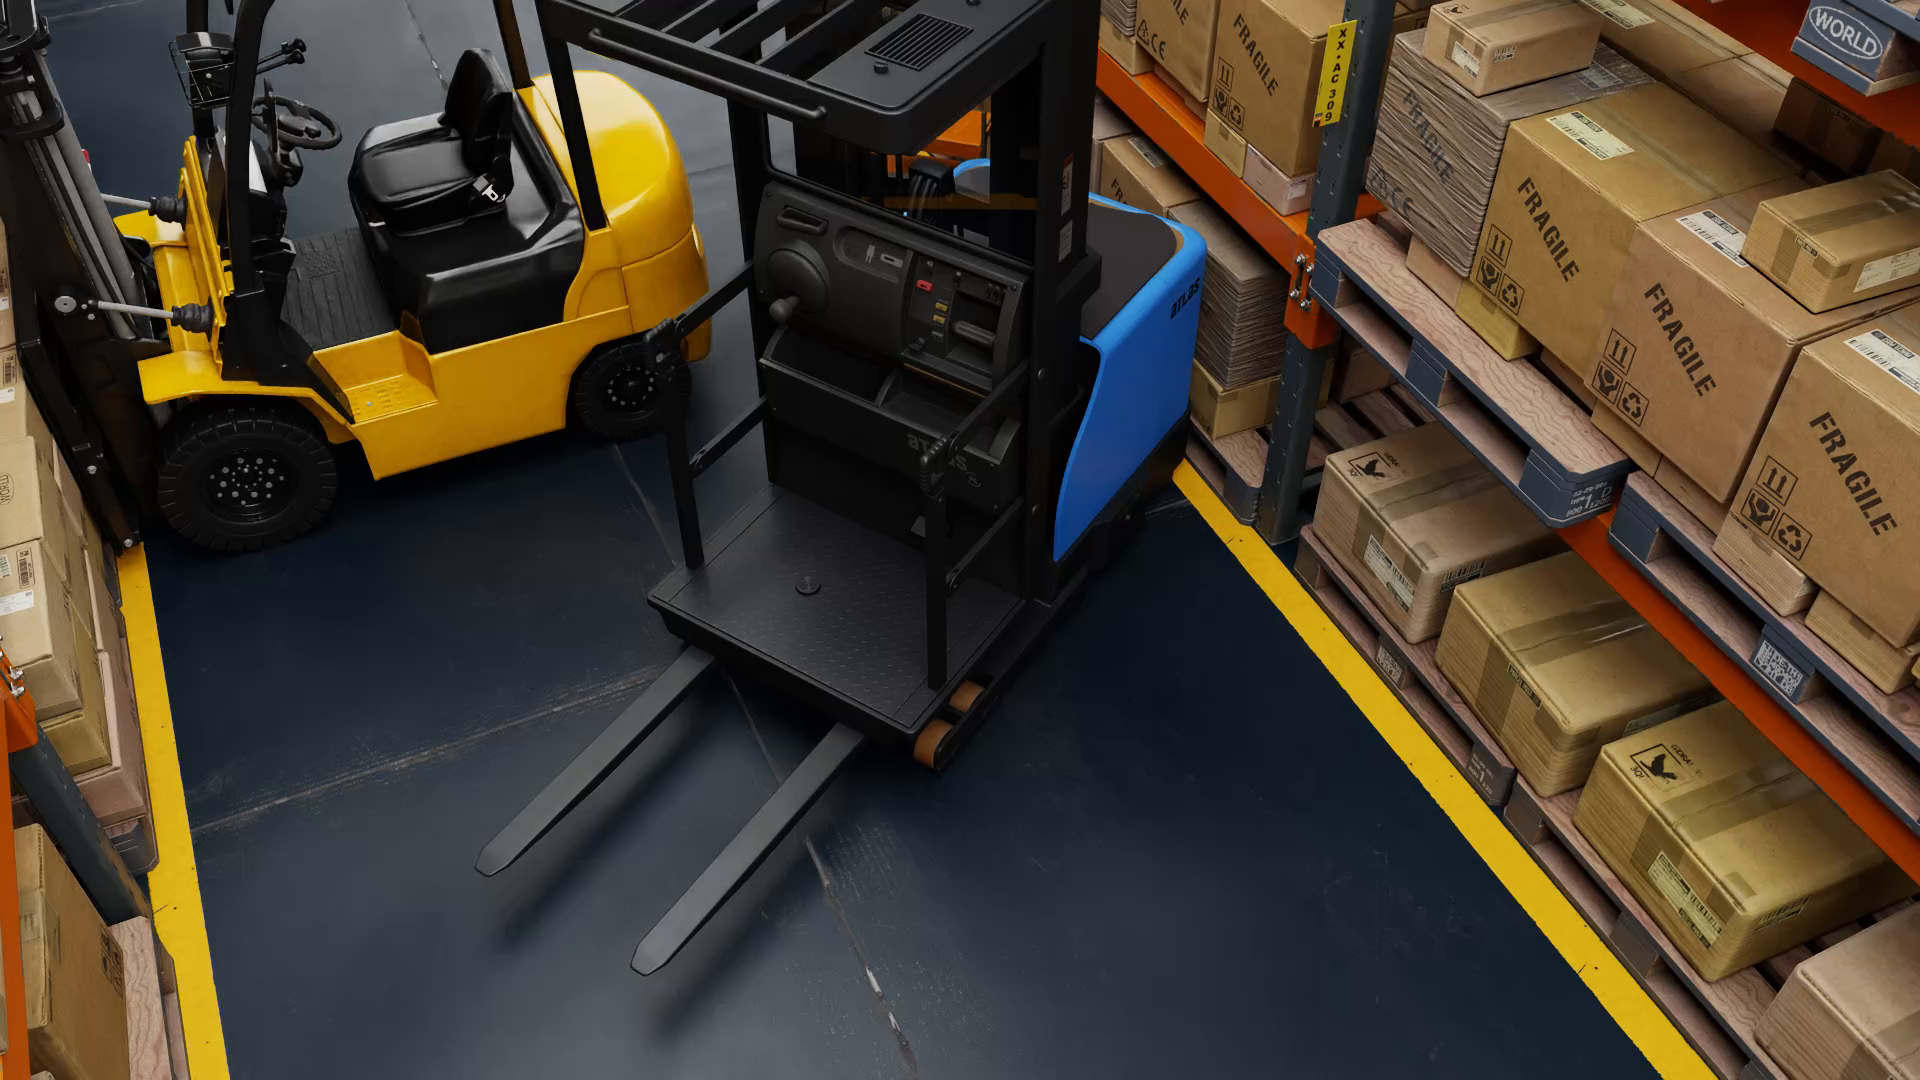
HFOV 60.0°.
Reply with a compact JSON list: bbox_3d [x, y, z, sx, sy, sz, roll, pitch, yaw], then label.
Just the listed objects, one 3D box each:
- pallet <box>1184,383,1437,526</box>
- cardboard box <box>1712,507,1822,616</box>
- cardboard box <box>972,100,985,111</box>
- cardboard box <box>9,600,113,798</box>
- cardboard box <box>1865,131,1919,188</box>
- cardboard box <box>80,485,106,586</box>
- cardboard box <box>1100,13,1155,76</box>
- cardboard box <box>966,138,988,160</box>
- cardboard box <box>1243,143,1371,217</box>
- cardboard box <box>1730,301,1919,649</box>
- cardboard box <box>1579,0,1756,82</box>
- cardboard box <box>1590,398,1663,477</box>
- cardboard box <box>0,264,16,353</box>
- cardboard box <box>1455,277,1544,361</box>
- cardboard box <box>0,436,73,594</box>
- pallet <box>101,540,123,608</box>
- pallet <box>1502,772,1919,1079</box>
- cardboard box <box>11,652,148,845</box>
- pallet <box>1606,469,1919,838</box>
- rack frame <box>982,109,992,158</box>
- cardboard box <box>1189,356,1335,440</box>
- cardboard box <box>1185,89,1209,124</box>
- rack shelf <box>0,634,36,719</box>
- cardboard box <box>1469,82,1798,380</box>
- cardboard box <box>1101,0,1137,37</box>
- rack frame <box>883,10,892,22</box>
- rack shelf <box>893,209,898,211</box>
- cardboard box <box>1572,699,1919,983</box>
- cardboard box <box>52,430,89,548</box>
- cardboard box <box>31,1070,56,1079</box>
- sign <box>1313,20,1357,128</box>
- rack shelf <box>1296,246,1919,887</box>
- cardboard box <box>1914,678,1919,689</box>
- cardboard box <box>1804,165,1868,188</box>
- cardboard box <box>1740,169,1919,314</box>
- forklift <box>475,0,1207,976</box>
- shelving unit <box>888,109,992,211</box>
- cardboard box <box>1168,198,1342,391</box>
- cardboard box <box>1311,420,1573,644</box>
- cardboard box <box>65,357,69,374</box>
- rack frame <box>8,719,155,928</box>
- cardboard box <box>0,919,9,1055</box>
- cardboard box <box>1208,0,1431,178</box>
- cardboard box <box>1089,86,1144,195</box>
[{"bbox_3d":[1.277,-0.648,6.757,1.003,0.211,1.213,-18,47,-17],"label":"pallet"},{"bbox_3d":[2.060,0.001,3.993,0.380,0.149,0.250,-16,47,-16],"label":"cardboard box"},{"bbox_3d":[0.232,-2.267,7.537,0.500,0.500,0.500,-20,48,-19],"label":"cardboard box"},{"bbox_3d":[-2.834,0.497,4.913,0.500,0.250,0.500,-18,47,-18],"label":"cardboard box"},{"bbox_3d":[2.428,-0.914,3.997,0.380,0.149,0.250,-20,48,-19],"label":"cardboard box"},{"bbox_3d":[-3.271,0.026,5.746,0.500,0.250,0.500,-17,47,-17],"label":"cardboard box"},{"bbox_3d":[0.749,-1.895,6.214,0.380,0.149,0.250,-19,48,-18],"label":"cardboard box"},{"bbox_3d":[0.205,-2.020,7.820,0.500,0.250,0.500,-16,47,-16],"label":"cardboard box"},{"bbox_3d":[1.180,-1.249,5.559,0.380,0.149,0.250,-18,48,-18],"label":"cardboard box"},{"bbox_3d":[2.161,-0.168,3.703,0.500,0.500,0.500,-20,48,-19],"label":"cardboard box"},{"bbox_3d":[1.994,-1.287,4.837,0.500,0.500,0.500,-19,48,-18],"label":"cardboard box"},{"bbox_3d":[1.893,-0.342,4.340,0.380,0.149,0.250,-17,47,-17],"label":"cardboard box"},{"bbox_3d":[-3.469,-0.662,5.732,0.500,0.250,0.500,-19,48,-18],"label":"cardboard box"},{"bbox_3d":[1.634,-0.676,4.679,0.380,0.149,0.250,-17,47,-17],"label":"cardboard box"},{"bbox_3d":[-3.035,-0.011,5.073,0.500,0.250,0.500,-18,47,-17],"label":"cardboard box"},{"bbox_3d":[-3.724,-0.060,6.160,1.003,0.211,1.213,-18,47,-17],"label":"pallet"},{"bbox_3d":[2.437,1.044,5.042,1.003,0.211,1.213,-18,47,-17],"label":"pallet"},{"bbox_3d":[-2.814,0.668,5.096,0.500,0.250,0.500,-18,47,-17],"label":"cardboard box"},{"bbox_3d":[2.404,0.145,4.104,1.003,0.211,1.213,-18,47,-17],"label":"pallet"},{"bbox_3d":[0.124,-1.235,6.648,0.015,1.200,0.240,12,46,12],"label":"rack frame"},{"bbox_3d":[1.099,-0.691,6.474,0.500,0.250,0.500,-16,47,-16],"label":"cardboard box"},{"bbox_3d":[1.030,-1.595,5.909,0.380,0.149,0.250,-18,47,-17],"label":"cardboard box"},{"bbox_3d":[-3.752,-0.773,5.410,1.077,0.370,4.000,-18,47,-17],"label":"rack shelf"},{"bbox_3d":[1.739,-0.812,4.355,0.500,0.500,0.500,-18,47,-17],"label":"cardboard box"},{"bbox_3d":[0.734,-2.230,6.091,0.500,0.500,0.500,-17,47,-16],"label":"cardboard box"},{"bbox_3d":[-0.091,-3.772,7.937,1.000,3.000,0.127,-18,47,-17],"label":"rack frame"},{"bbox_3d":[-0.109,-1.238,6.747,0.480,0.148,0.258,12,46,12],"label":"rack shelf"},{"bbox_3d":[2.413,0.796,4.880,0.950,0.372,0.625,-17,47,-16],"label":"cardboard box"},{"bbox_3d":[-3.249,-0.147,5.566,0.500,0.250,0.500,-18,48,-18],"label":"cardboard box"},{"bbox_3d":[-2.362,1.767,3.715,0.875,0.625,0.625,-18,48,-18],"label":"cardboard box"},{"bbox_3d":[1.102,-1.366,4.883,0.100,0.325,0.005,-18,47,-17],"label":"sign"},{"bbox_3d":[2.432,0.307,4.315,1.077,0.370,4.000,-18,47,-17],"label":"rack shelf"},{"bbox_3d":[2.379,0.298,3.692,0.380,0.149,0.250,-18,47,-17],"label":"cardboard box"},{"bbox_3d":[2.415,-0.641,4.182,0.500,0.500,0.500,-17,47,-16],"label":"cardboard box"},{"bbox_3d":[2.018,-0.679,3.759,0.380,0.149,0.250,-16,47,-15],"label":"cardboard box"},{"bbox_3d":[-0.342,-0.673,4.846,1.130,2.935,3.031,25,50,23],"label":"forklift"},{"bbox_3d":[-0.109,-1.286,6.699,0.503,1.200,0.258,12,46,12],"label":"shelving unit"},{"bbox_3d":[1.099,-0.959,6.211,0.500,0.500,0.500,-19,48,-18],"label":"cardboard box"},{"bbox_3d":[1.814,-0.104,5.791,0.950,0.372,0.625,-17,47,-17],"label":"cardboard box"},{"bbox_3d":[-3.667,-0.789,6.217,0.500,0.250,0.500,-19,48,-18],"label":"cardboard box"},{"bbox_3d":[-2.911,0.245,3.866,1.000,3.000,0.127,-18,47,-17],"label":"rack frame"},{"bbox_3d":[-2.245,0.861,3.348,0.500,0.250,0.500,-18,47,-18],"label":"cardboard box"},{"bbox_3d":[1.179,-1.574,5.427,0.500,0.500,0.500,-19,48,-18],"label":"cardboard box"},{"bbox_3d":[0.668,-1.607,6.868,0.500,0.500,0.500,-16,47,-15],"label":"cardboard box"}]
